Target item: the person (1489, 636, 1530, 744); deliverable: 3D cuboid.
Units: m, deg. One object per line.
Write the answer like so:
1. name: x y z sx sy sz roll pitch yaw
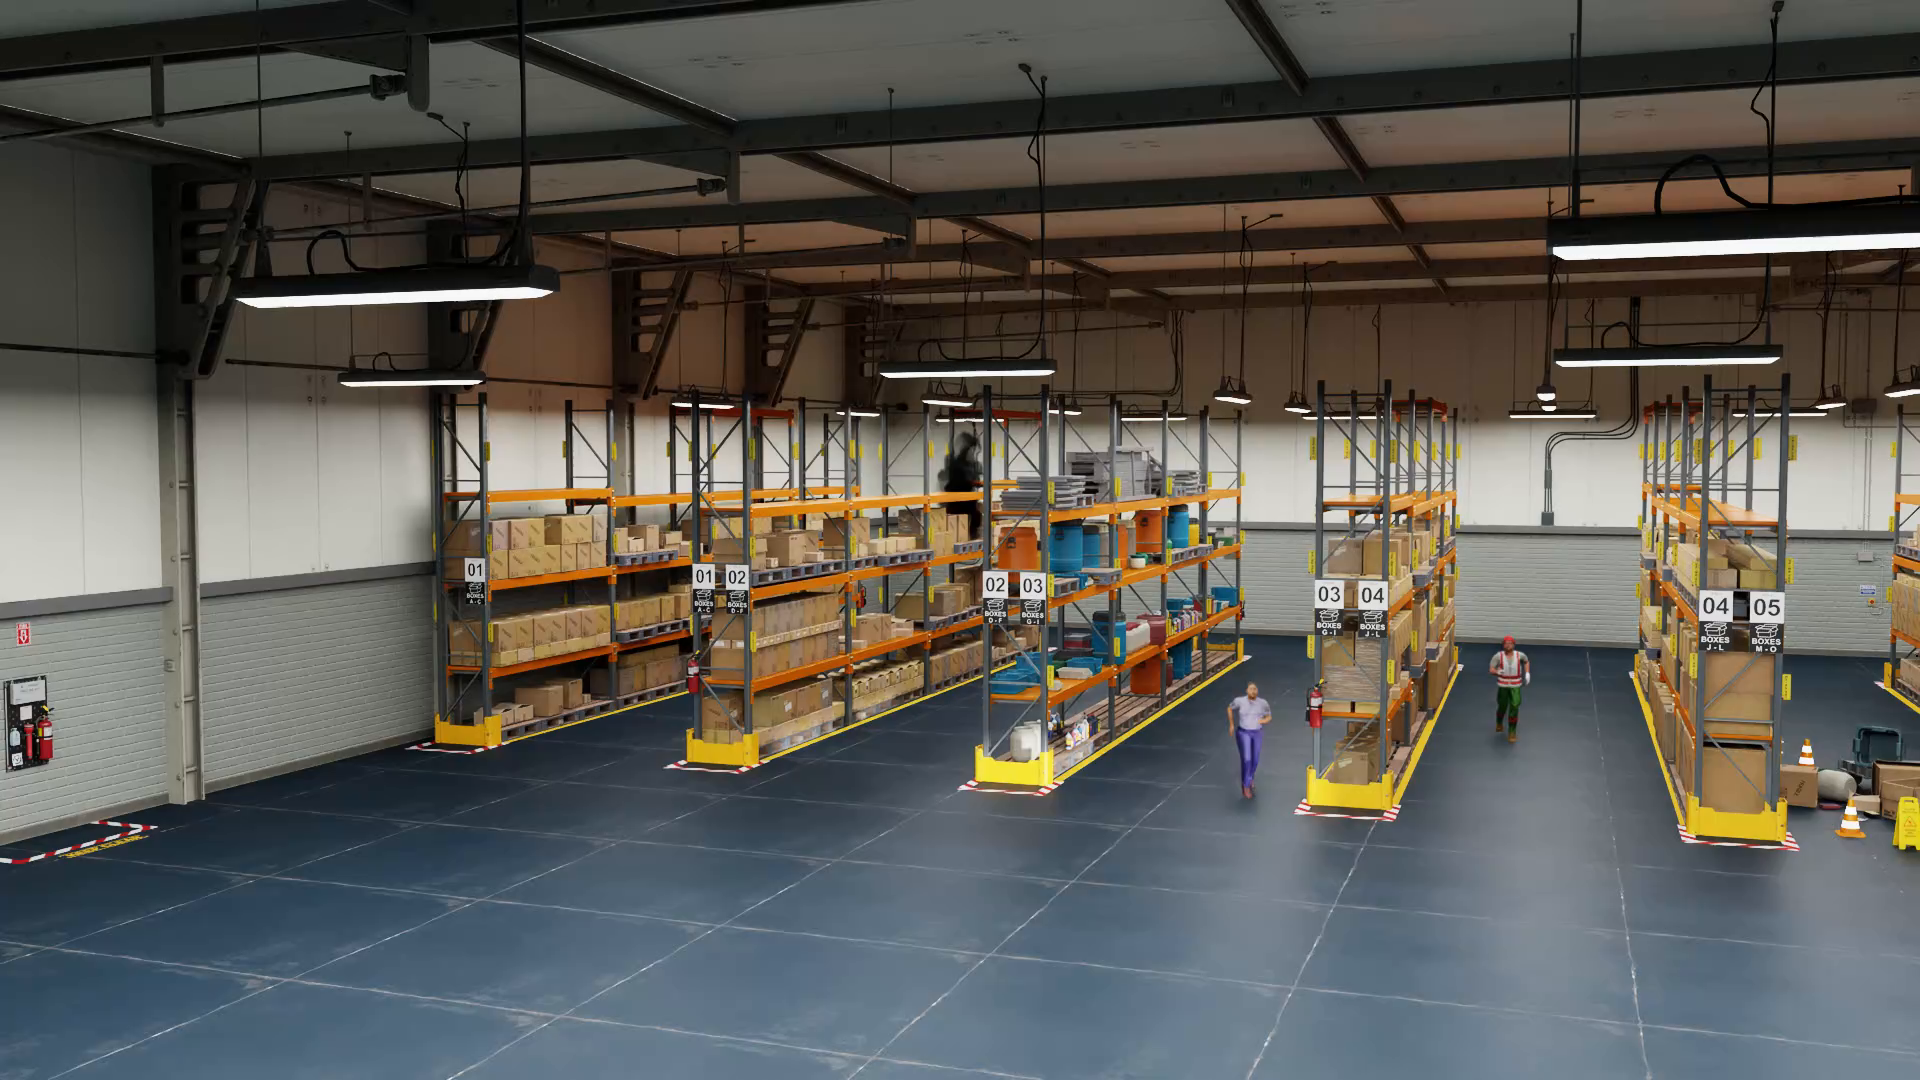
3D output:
1. person: 9.552 2.565 28.924 0.672 1.822 0.969 1 3 17

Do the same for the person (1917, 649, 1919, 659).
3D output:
1. person: 21.040 2.264 36.208 0.619 1.655 0.771 -2 3 -26

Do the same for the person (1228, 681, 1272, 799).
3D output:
1. person: 4.230 2.899 24.223 0.570 1.702 0.822 0 3 -5
